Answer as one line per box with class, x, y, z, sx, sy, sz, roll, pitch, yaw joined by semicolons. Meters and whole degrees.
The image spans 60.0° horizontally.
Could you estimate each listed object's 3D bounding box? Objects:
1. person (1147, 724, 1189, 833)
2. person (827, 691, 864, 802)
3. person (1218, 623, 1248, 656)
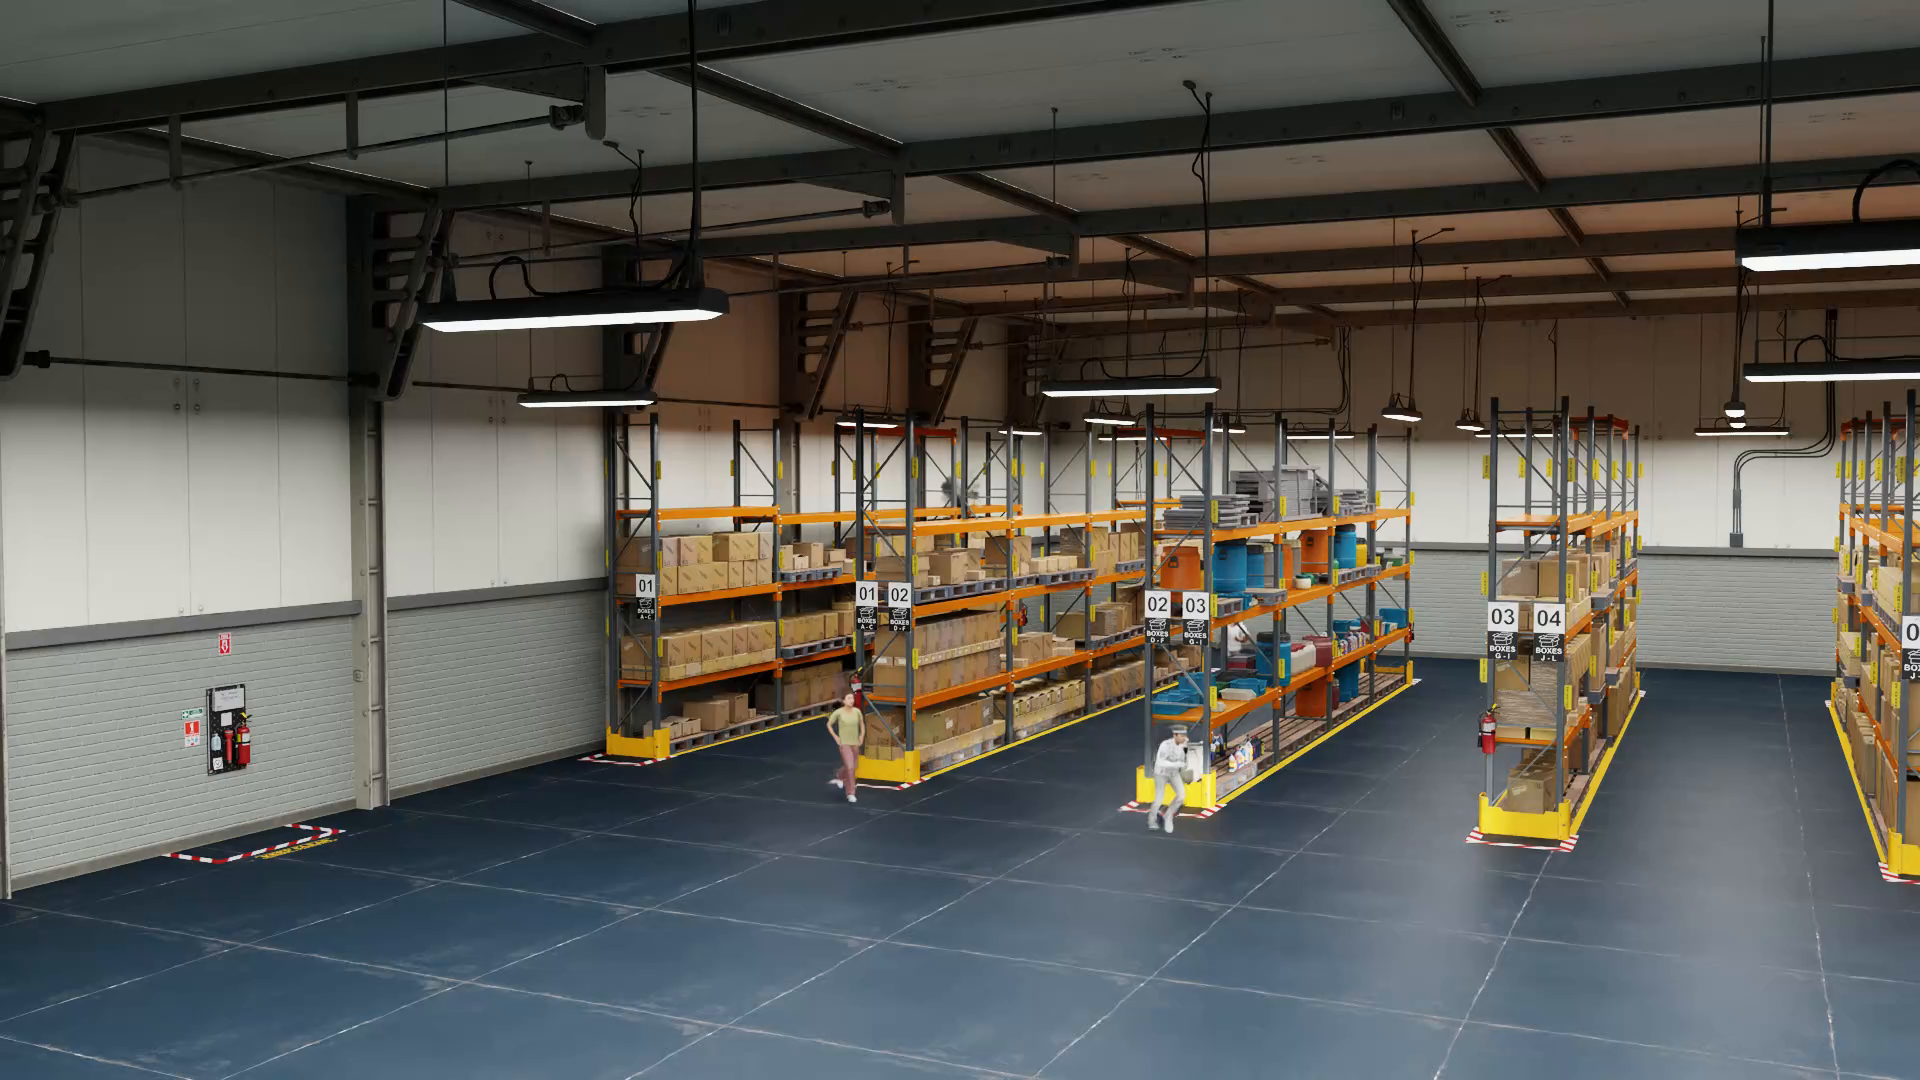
person;2.902;3.267;22.908;0.645;1.539;0.917;-1;3;-28
person;-1.740;3.172;25.420;0.606;1.562;0.762;-1;3;-31
person;6.216;2.512;37.987;0.710;1.747;0.972;1;3;20
